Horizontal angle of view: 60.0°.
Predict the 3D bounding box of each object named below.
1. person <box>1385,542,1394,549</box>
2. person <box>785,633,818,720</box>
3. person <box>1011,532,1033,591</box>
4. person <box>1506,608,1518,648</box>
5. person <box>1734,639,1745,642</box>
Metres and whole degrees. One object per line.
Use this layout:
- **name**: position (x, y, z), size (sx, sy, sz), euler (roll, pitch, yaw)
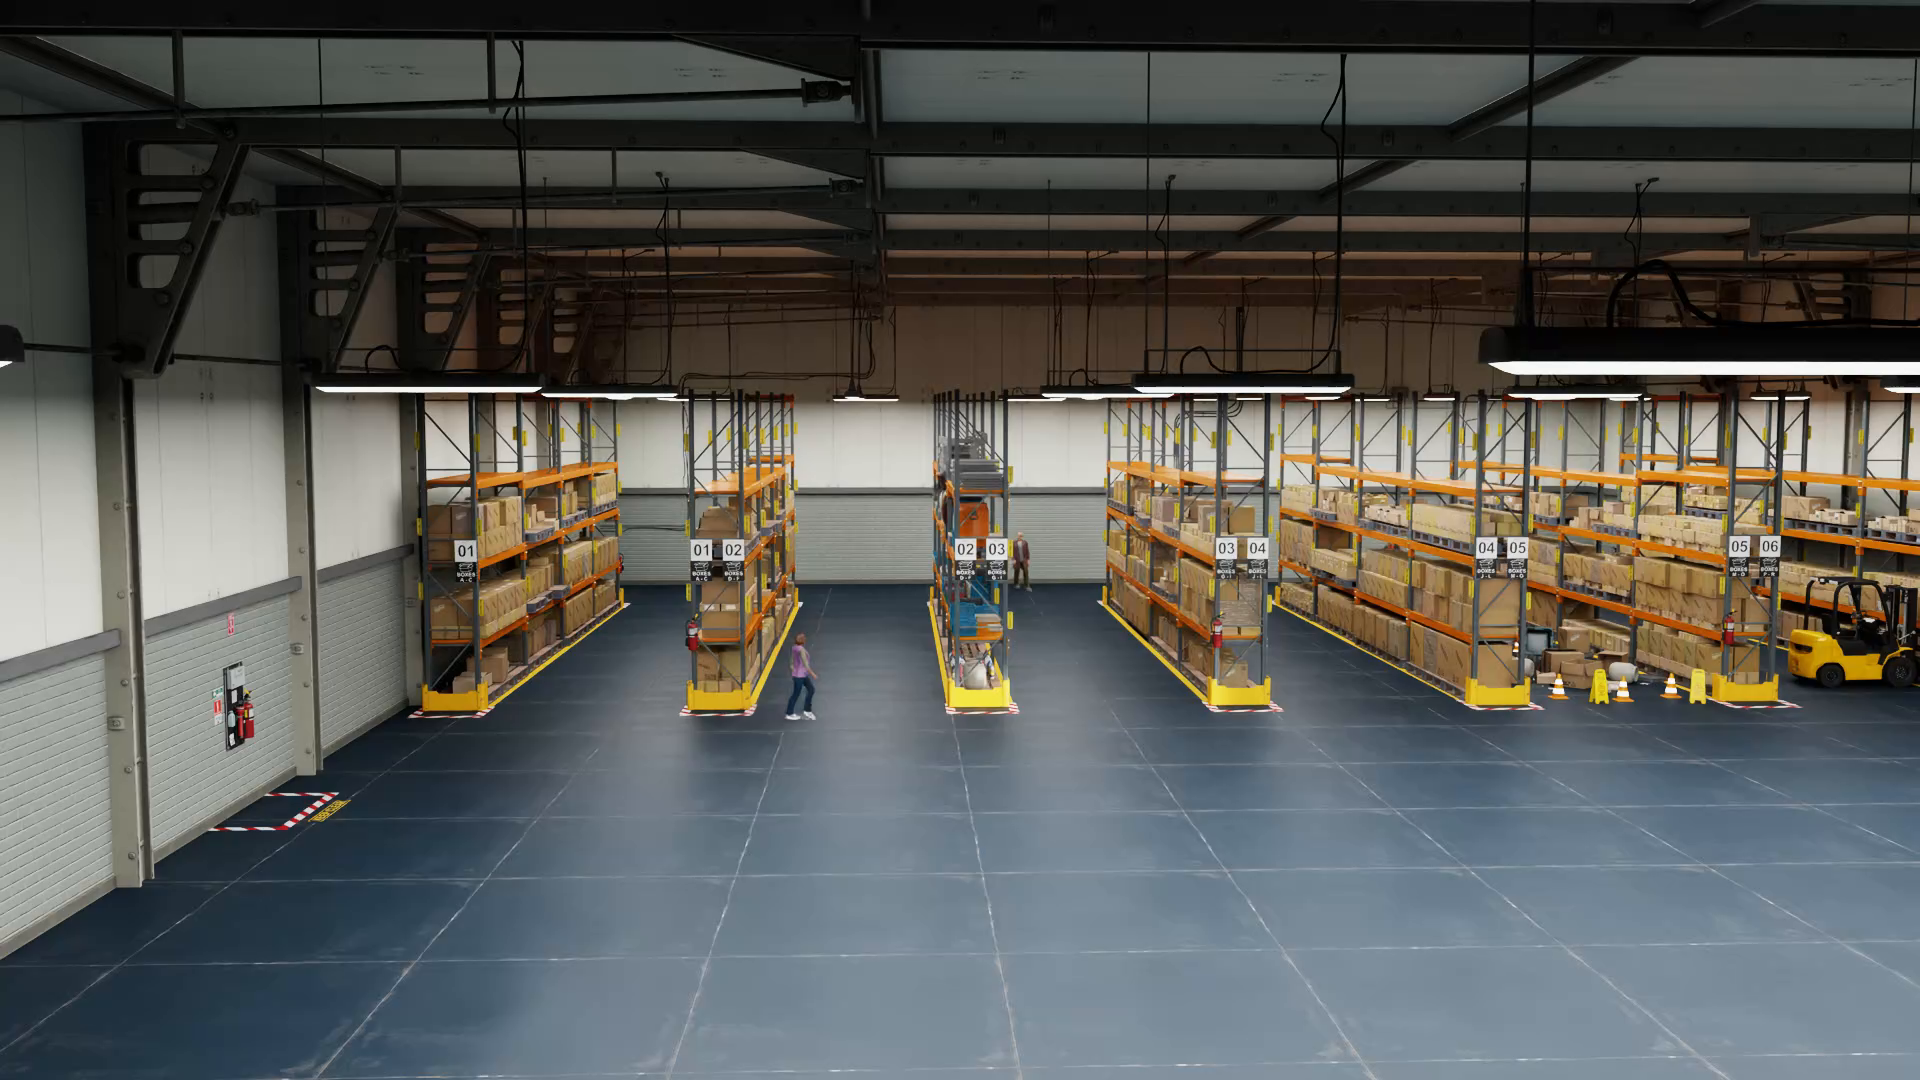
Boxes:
- **person**: position (12.960, 0.780, 50.136), size (0.928, 1.675, 0.573), euler (-2, 5, -20)
- **person**: position (-2.871, 2.479, 30.058), size (0.599, 1.618, 0.408), euler (0, 5, -1)
- **person**: position (1.903, 0.655, 51.267), size (0.658, 1.786, 0.832), euler (-2, 5, -25)
- **person**: position (12.881, 1.669, 38.985), size (0.456, 1.774, 0.568), euler (2, 5, 23)
- **person**: position (16.977, 1.916, 36.433), size (0.568, 1.681, 0.508), euler (4, 6, 40)
